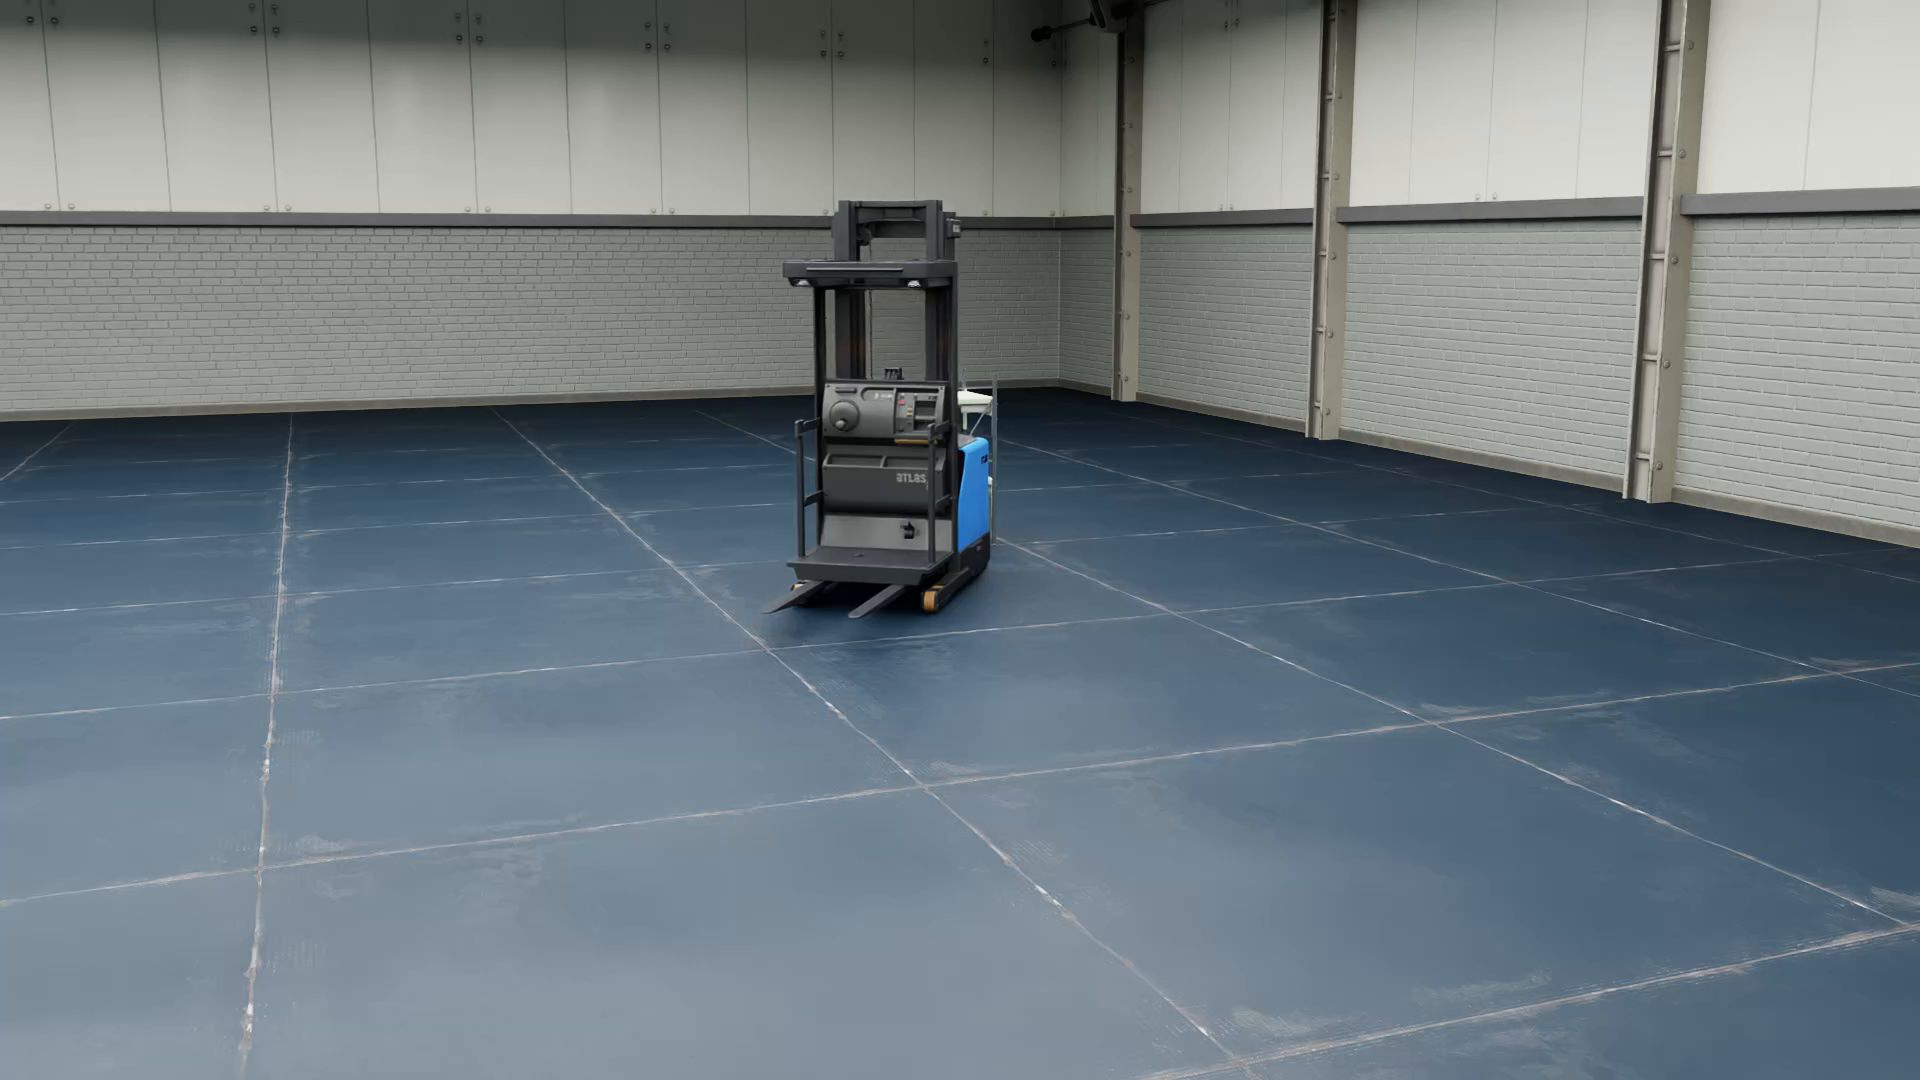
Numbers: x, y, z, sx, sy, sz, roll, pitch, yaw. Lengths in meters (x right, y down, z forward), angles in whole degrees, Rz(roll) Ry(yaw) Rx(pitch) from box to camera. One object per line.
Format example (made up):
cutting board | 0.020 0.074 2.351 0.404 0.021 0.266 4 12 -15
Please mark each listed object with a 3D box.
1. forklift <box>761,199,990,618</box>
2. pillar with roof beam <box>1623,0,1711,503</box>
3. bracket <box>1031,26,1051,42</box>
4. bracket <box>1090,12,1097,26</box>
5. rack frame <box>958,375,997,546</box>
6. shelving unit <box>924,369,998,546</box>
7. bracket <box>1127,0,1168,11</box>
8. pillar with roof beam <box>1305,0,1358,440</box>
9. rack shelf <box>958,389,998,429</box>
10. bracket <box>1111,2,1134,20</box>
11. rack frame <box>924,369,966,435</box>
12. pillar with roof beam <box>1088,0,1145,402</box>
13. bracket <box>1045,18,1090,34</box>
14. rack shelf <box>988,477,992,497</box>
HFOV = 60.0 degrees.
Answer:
forklift | -0.616 -0.991 12.120 1.130 2.935 3.031 3 10 14
pillar with roof beam | 3.130 -4.576 14.948 9.100 9.000 0.400 -4 11 -21
bracket | 1.454 -9.012 29.610 0.235 0.232 0.430 -4 11 -21
bracket | 2.313 -8.625 27.435 0.235 0.232 0.430 -4 11 -21
rack frame | 0.130 -0.680 14.459 0.400 1.500 0.023 -4 11 -21
shelving unit | -0.002 -0.739 14.795 0.431 1.500 0.755 -4 11 -21
bracket | 3.547 -8.069 24.309 0.076 0.066 4.783 -4 11 -21
pillar with roof beam | 0.956 -5.555 20.454 9.100 9.000 0.400 -4 11 -21
rack shelf | -0.002 -1.124 14.727 0.431 0.370 0.720 -4 11 -21
bracket | 2.614 -8.489 26.673 0.235 0.232 0.430 -4 11 -21
rack frame | -0.135 -0.799 15.131 0.400 1.500 0.023 -4 11 -21
pillar with roof beam | -1.218 -6.534 25.960 9.100 9.000 0.548 -4 11 -21
bracket | 1.668 -8.915 29.068 0.076 0.066 3.189 -4 11 -21
rack shelf | -0.002 -0.419 14.852 0.431 0.370 0.720 -4 11 -21
